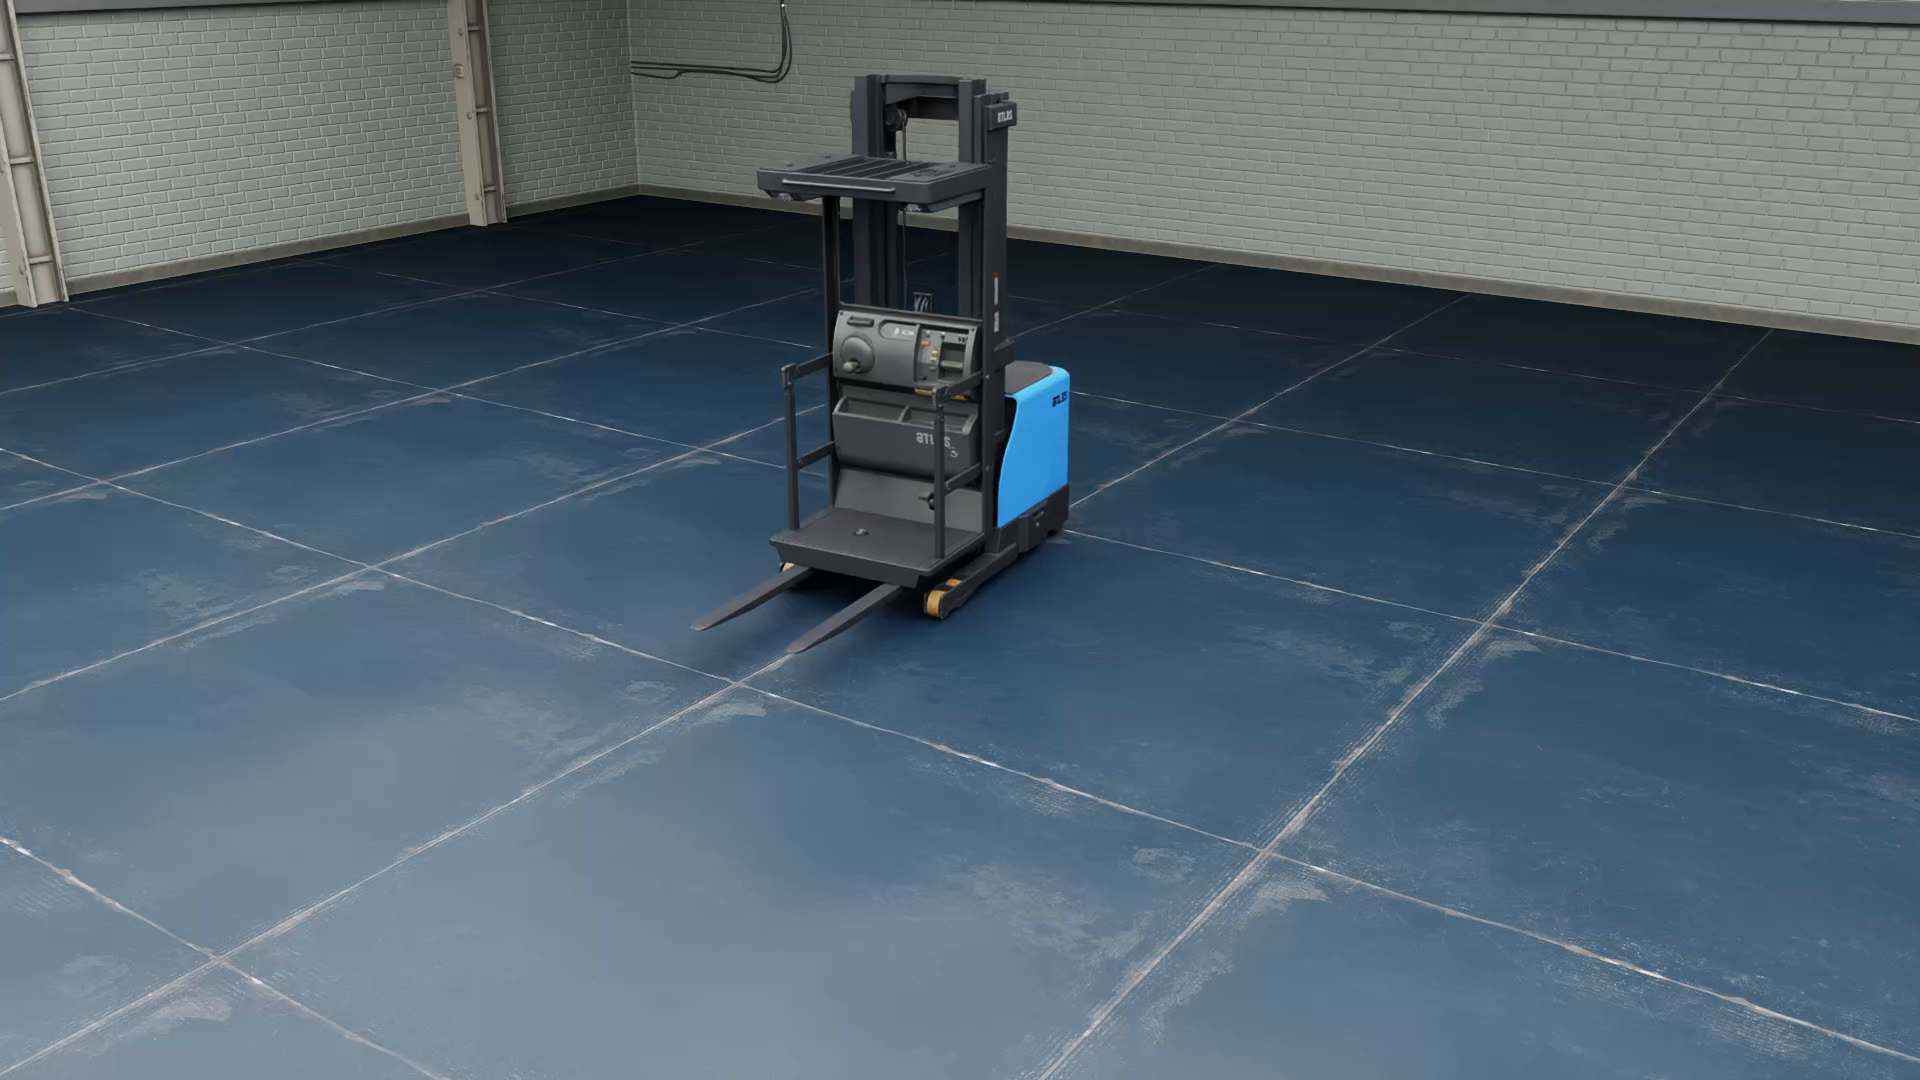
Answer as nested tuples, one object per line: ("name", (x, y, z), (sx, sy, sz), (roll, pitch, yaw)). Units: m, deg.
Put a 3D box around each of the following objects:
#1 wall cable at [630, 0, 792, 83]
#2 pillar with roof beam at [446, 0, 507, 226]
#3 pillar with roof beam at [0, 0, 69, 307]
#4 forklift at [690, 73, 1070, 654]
("wall cable", (-3.551, -7.583, 22.769), (3.097, 2.526, 0.112), (13, 24, 32))
("pillar with roof beam", (-2.740, -7.612, 18.373), (9.100, 9.000, 0.400), (13, 24, 32))
("pillar with roof beam", (-6.113, -5.891, 13.719), (9.100, 9.000, 0.400), (13, 24, 32))
("forklift", (-0.426, -1.101, 9.516), (1.130, 2.935, 3.031), (11, 23, 26))
